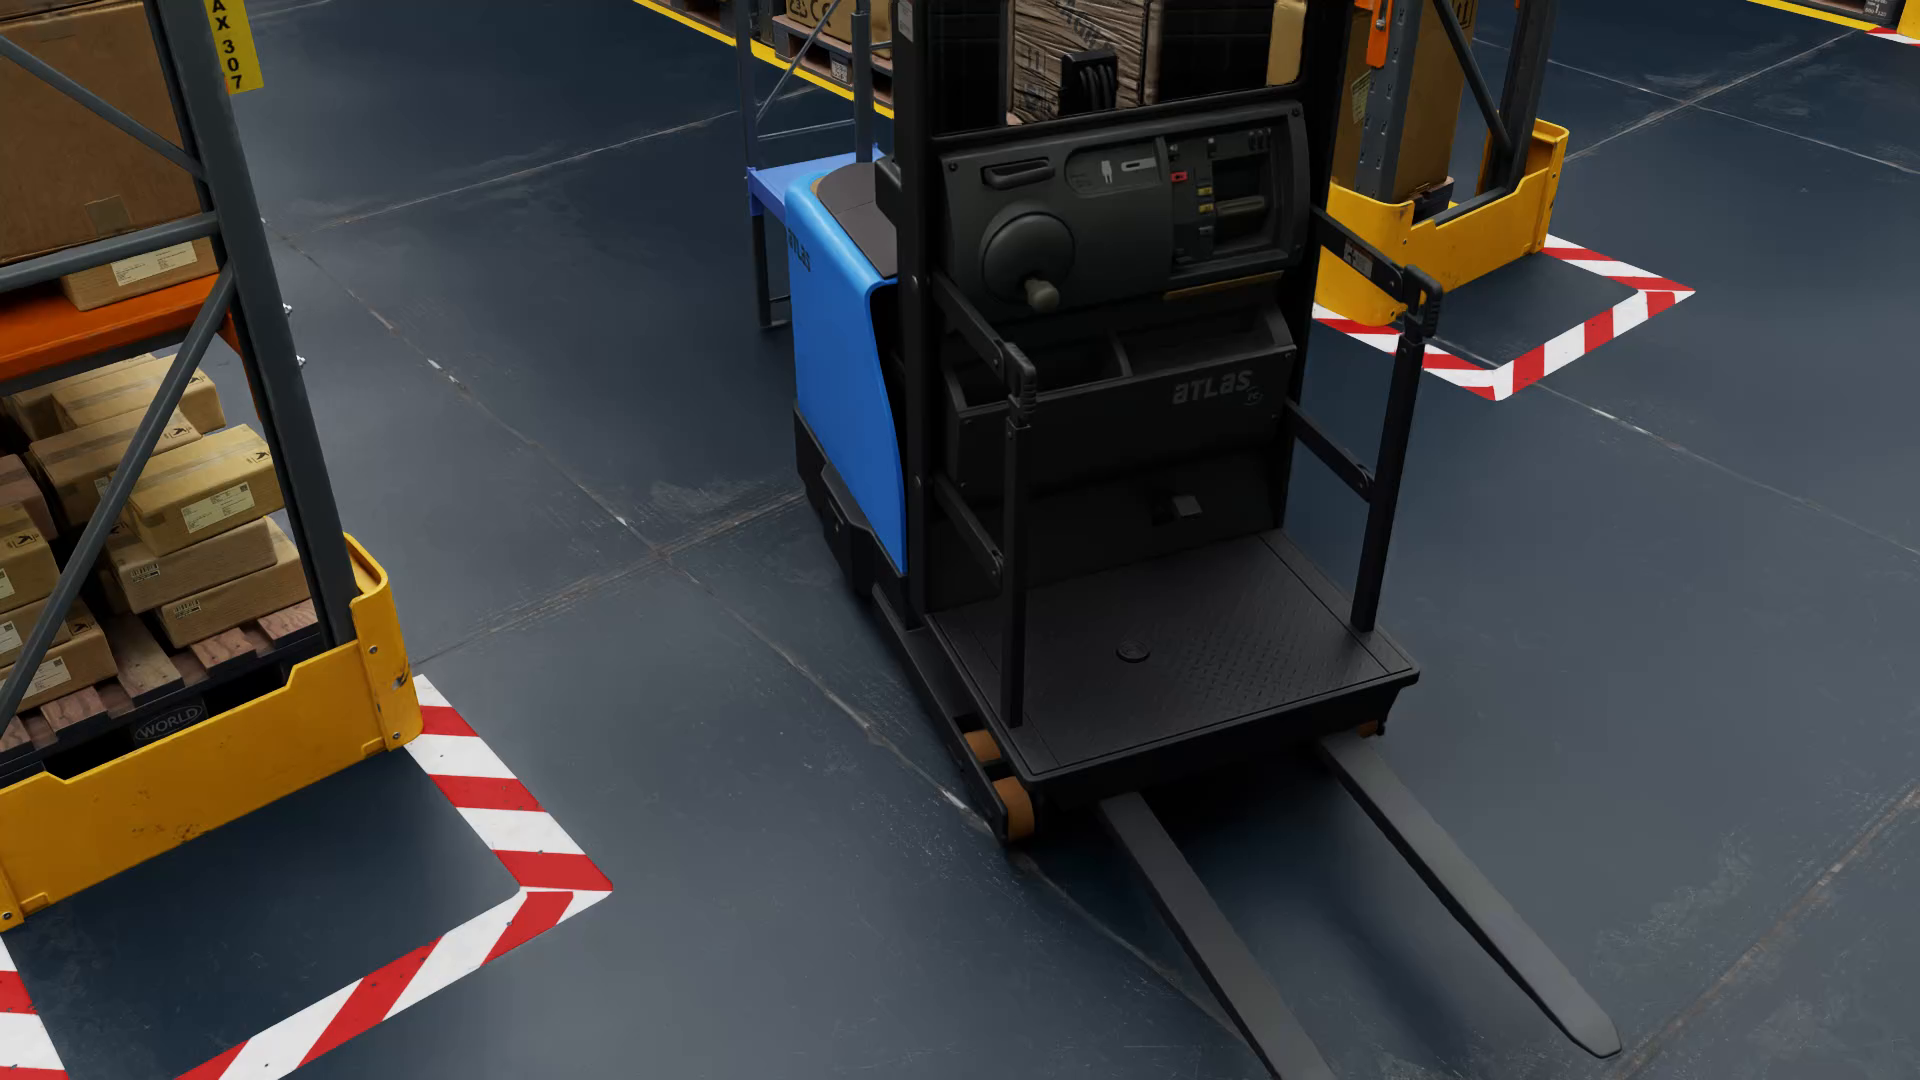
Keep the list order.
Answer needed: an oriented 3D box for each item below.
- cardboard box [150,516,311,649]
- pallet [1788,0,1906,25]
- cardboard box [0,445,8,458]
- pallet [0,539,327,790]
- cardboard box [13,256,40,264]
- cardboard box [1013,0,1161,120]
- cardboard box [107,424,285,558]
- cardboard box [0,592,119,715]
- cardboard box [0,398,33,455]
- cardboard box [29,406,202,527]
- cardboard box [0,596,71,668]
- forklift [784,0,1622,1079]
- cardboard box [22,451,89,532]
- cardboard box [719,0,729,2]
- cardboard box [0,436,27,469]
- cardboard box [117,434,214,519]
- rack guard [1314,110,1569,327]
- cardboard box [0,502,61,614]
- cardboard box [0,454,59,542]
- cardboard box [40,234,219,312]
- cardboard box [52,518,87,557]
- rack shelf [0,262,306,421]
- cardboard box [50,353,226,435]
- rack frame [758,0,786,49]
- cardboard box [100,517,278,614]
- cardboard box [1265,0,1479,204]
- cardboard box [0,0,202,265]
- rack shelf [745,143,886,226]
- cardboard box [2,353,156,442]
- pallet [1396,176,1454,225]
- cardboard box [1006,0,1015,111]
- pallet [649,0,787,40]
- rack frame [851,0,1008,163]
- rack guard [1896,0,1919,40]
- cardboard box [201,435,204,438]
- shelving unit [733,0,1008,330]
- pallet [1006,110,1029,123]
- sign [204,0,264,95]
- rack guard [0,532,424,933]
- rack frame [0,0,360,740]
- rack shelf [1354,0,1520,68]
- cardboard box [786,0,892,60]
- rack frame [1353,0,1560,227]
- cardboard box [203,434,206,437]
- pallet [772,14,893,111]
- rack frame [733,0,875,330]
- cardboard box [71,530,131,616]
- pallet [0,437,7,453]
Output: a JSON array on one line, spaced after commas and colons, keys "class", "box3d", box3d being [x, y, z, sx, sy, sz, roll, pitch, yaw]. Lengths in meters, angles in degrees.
[{"class": "cardboard box", "box3d": [-2.035, 0.113, 4.598, 0.380, 0.149, 0.250, -25, 42, -31]}, {"class": "pallet", "box3d": [5.194, -3.422, 9.899, 1.003, 0.211, 1.213, -26, 43, -32]}, {"class": "cardboard box", "box3d": [-2.931, -0.170, 4.741, 0.380, 0.149, 0.250, -27, 43, -32]}, {"class": "pallet", "box3d": [-2.487, 0.204, 4.779, 1.003, 0.211, 1.213, -26, 43, -32]}, {"class": "cardboard box", "box3d": [-2.096, -0.788, 3.985, 0.380, 0.149, 0.250, -24, 42, -30]}, {"class": "cardboard box", "box3d": [0.852, -2.292, 7.367, 0.875, 0.875, 0.875, -26, 43, -32]}, {"class": "cardboard box", "box3d": [-2.020, -0.137, 4.437, 0.380, 0.149, 0.250, -28, 44, -34]}, {"class": "cardboard box", "box3d": [-2.440, 0.309, 4.322, 0.380, 0.149, 0.250, -25, 42, -31]}, {"class": "cardboard box", "box3d": [-2.769, -0.437, 5.118, 0.380, 0.149, 0.250, -28, 44, -34]}, {"class": "cardboard box", "box3d": [-2.289, -0.214, 4.545, 0.380, 0.149, 0.250, -25, 42, -31]}, {"class": "cardboard box", "box3d": [-2.500, 0.216, 4.196, 0.380, 0.149, 0.250, -27, 44, -33]}, {"class": "forklift", "box3d": [0.483, -0.715, 3.723, 1.130, 2.935, 3.031, -13, 37, -18]}, {"class": "cardboard box", "box3d": [-2.442, -0.202, 4.785, 0.380, 0.149, 0.250, -25, 43, -31]}, {"class": "cardboard box", "box3d": [-1.096, -3.679, 9.324, 1.225, 0.875, 0.875, -26, 43, -32]}, {"class": "cardboard box", "box3d": [-2.750, -0.310, 5.196, 0.380, 0.149, 0.250, -26, 43, -32]}, {"class": "cardboard box", "box3d": [-2.217, -0.127, 4.679, 0.380, 0.149, 0.250, -26, 43, -32]}, {"class": "rack guard", "box3d": [1.929, -1.303, 6.657, 1.175, 0.500, 0.348, -26, 43, -32]}, {"class": "cardboard box", "box3d": [-2.476, 0.082, 4.128, 0.380, 0.149, 0.250, -25, 43, -31]}, {"class": "cardboard box", "box3d": [-2.595, -0.051, 4.315, 0.380, 0.149, 0.250, -25, 42, -31]}, {"class": "cardboard box", "box3d": [-1.900, -0.691, 3.848, 0.380, 0.149, 0.250, -26, 43, -32]}, {"class": "cardboard box", "box3d": [-2.432, -0.079, 4.870, 0.380, 0.149, 0.250, -26, 43, -31]}, {"class": "rack shelf", "box3d": [-3.232, -1.118, 4.855, 1.077, 0.370, 4.000, -26, 43, -32]}, {"class": "cardboard box", "box3d": [-2.354, -0.373, 4.770, 0.380, 0.149, 0.250, -26, 43, -32]}, {"class": "rack frame", "box3d": [-0.668, -4.100, 8.443, 1.000, 3.000, 0.127, -26, 43, -32]}, {"class": "cardboard box", "box3d": [-2.083, 0.015, 4.479, 0.380, 0.149, 0.250, -24, 42, -30]}, {"class": "cardboard box", "box3d": [1.439, -1.891, 6.799, 0.875, 0.875, 0.875, -26, 43, -32]}, {"class": "cardboard box", "box3d": [-2.020, -0.992, 3.711, 0.500, 0.500, 0.500, -24, 42, -30]}, {"class": "rack shelf", "box3d": [-0.317, -1.082, 5.792, 0.538, 0.185, 1.000, -16, 38, -22]}, {"class": "cardboard box", "box3d": [-2.577, -0.452, 4.881, 0.380, 0.149, 0.250, -28, 44, -34]}, {"class": "pallet", "box3d": [1.337, -1.519, 7.213, 1.003, 0.211, 1.213, -26, 43, -32]}, {"class": "cardboard box", "box3d": [0.277, -2.685, 7.921, 0.875, 0.875, 0.875, -26, 43, -32]}, {"class": "pallet", "box3d": [-1.224, -3.274, 9.691, 1.003, 0.211, 1.213, -26, 43, -32]}, {"class": "rack frame", "box3d": [-0.087, -0.967, 5.318, 0.500, 1.500, 0.032, -16, 38, -22]}, {"class": "rack guard", "box3d": [5.722, -3.155, 9.272, 1.175, 0.500, 0.348, -26, 43, -32]}, {"class": "cardboard box", "box3d": [-2.525, -0.355, 5.003, 0.380, 0.149, 0.250, -25, 42, -30]}, {"class": "shelving unit", "box3d": [-0.317, -1.229, 5.688, 0.538, 1.500, 1.048, -16, 38, -22]}, {"class": "pallet", "box3d": [0.554, -2.058, 7.973, 1.003, 0.211, 1.213, -26, 43, -32]}, {"class": "sign", "box3d": [-1.527, -1.084, 3.436, 0.100, 0.325, 0.005, -26, 43, -32]}, {"class": "rack guard", "box3d": [-1.990, 0.458, 4.170, 1.175, 0.500, 0.348, -26, 43, -32]}, {"class": "rack frame", "box3d": [-1.941, -0.528, 3.401, 1.000, 3.000, 0.127, -26, 43, -32]}, {"class": "rack shelf", "box3d": [0.622, -2.923, 7.404, 1.077, 0.370, 4.000, -26, 43, -32]}, {"class": "cardboard box", "box3d": [-0.303, -3.083, 8.482, 0.875, 0.875, 0.875, -26, 43, -32]}, {"class": "rack frame", "box3d": [1.913, -2.334, 5.950, 1.000, 3.000, 0.127, -26, 43, -32]}, {"class": "cardboard box", "box3d": [-2.513, -0.233, 5.087, 0.380, 0.149, 0.250, -25, 43, -31]}, {"class": "pallet", "box3d": [-0.237, -2.597, 8.734, 1.003, 0.211, 1.213, -26, 43, -32]}, {"class": "rack frame", "box3d": [-0.546, -1.491, 6.058, 0.500, 1.500, 0.032, -16, 38, -22]}, {"class": "cardboard box", "box3d": [-2.266, 0.028, 4.718, 0.380, 0.149, 0.250, -26, 43, -32]}, {"class": "pallet", "box3d": [-3.270, -0.334, 5.539, 1.003, 0.211, 1.213, -26, 43, -32]}]
